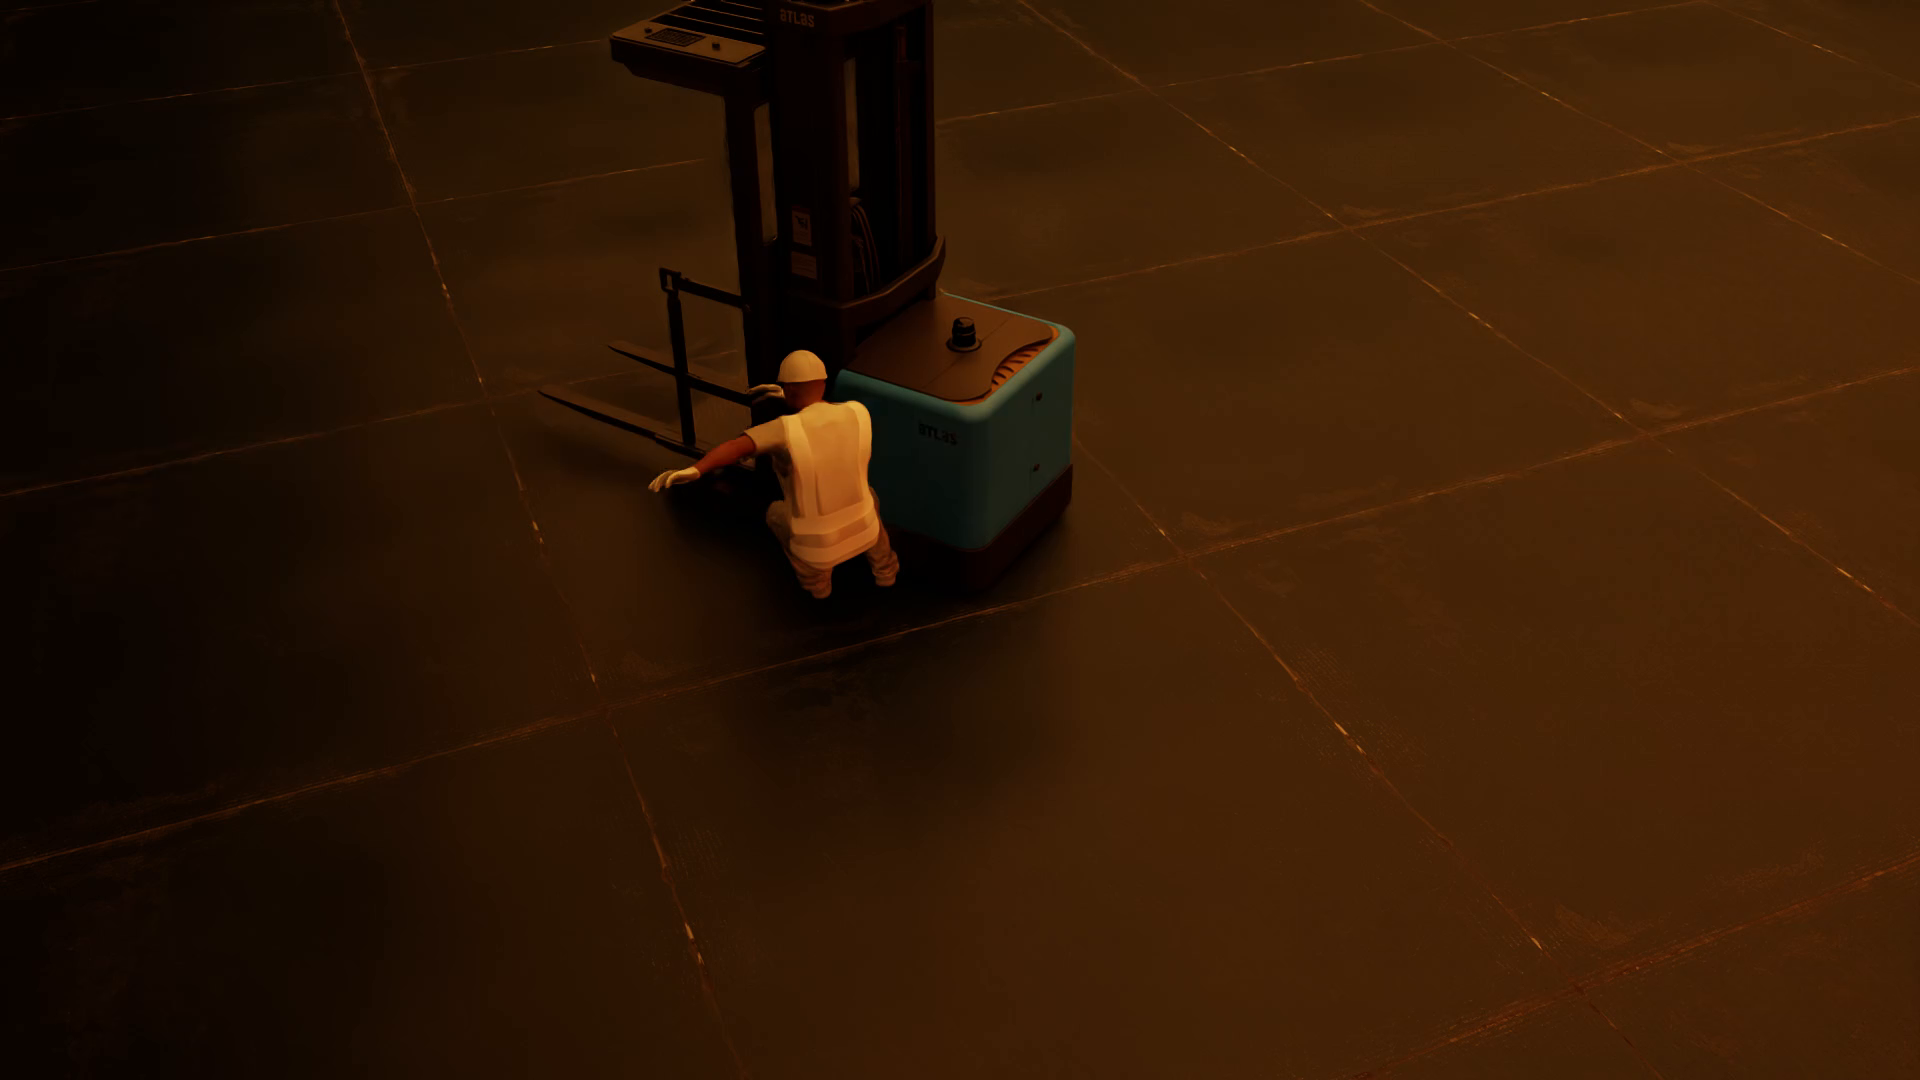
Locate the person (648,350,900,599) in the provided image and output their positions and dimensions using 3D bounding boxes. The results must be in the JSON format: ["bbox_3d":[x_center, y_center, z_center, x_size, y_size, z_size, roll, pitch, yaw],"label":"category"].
[{"bbox_3d":[-0.809,-0.137,7.618,1.430,1.430,0.742,-20,40,-26],"label":"person"}]

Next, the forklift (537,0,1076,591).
[{"bbox_3d":[-0.936,-1.577,8.316,3.031,2.935,1.130,19,40,25],"label":"forklift"}]
